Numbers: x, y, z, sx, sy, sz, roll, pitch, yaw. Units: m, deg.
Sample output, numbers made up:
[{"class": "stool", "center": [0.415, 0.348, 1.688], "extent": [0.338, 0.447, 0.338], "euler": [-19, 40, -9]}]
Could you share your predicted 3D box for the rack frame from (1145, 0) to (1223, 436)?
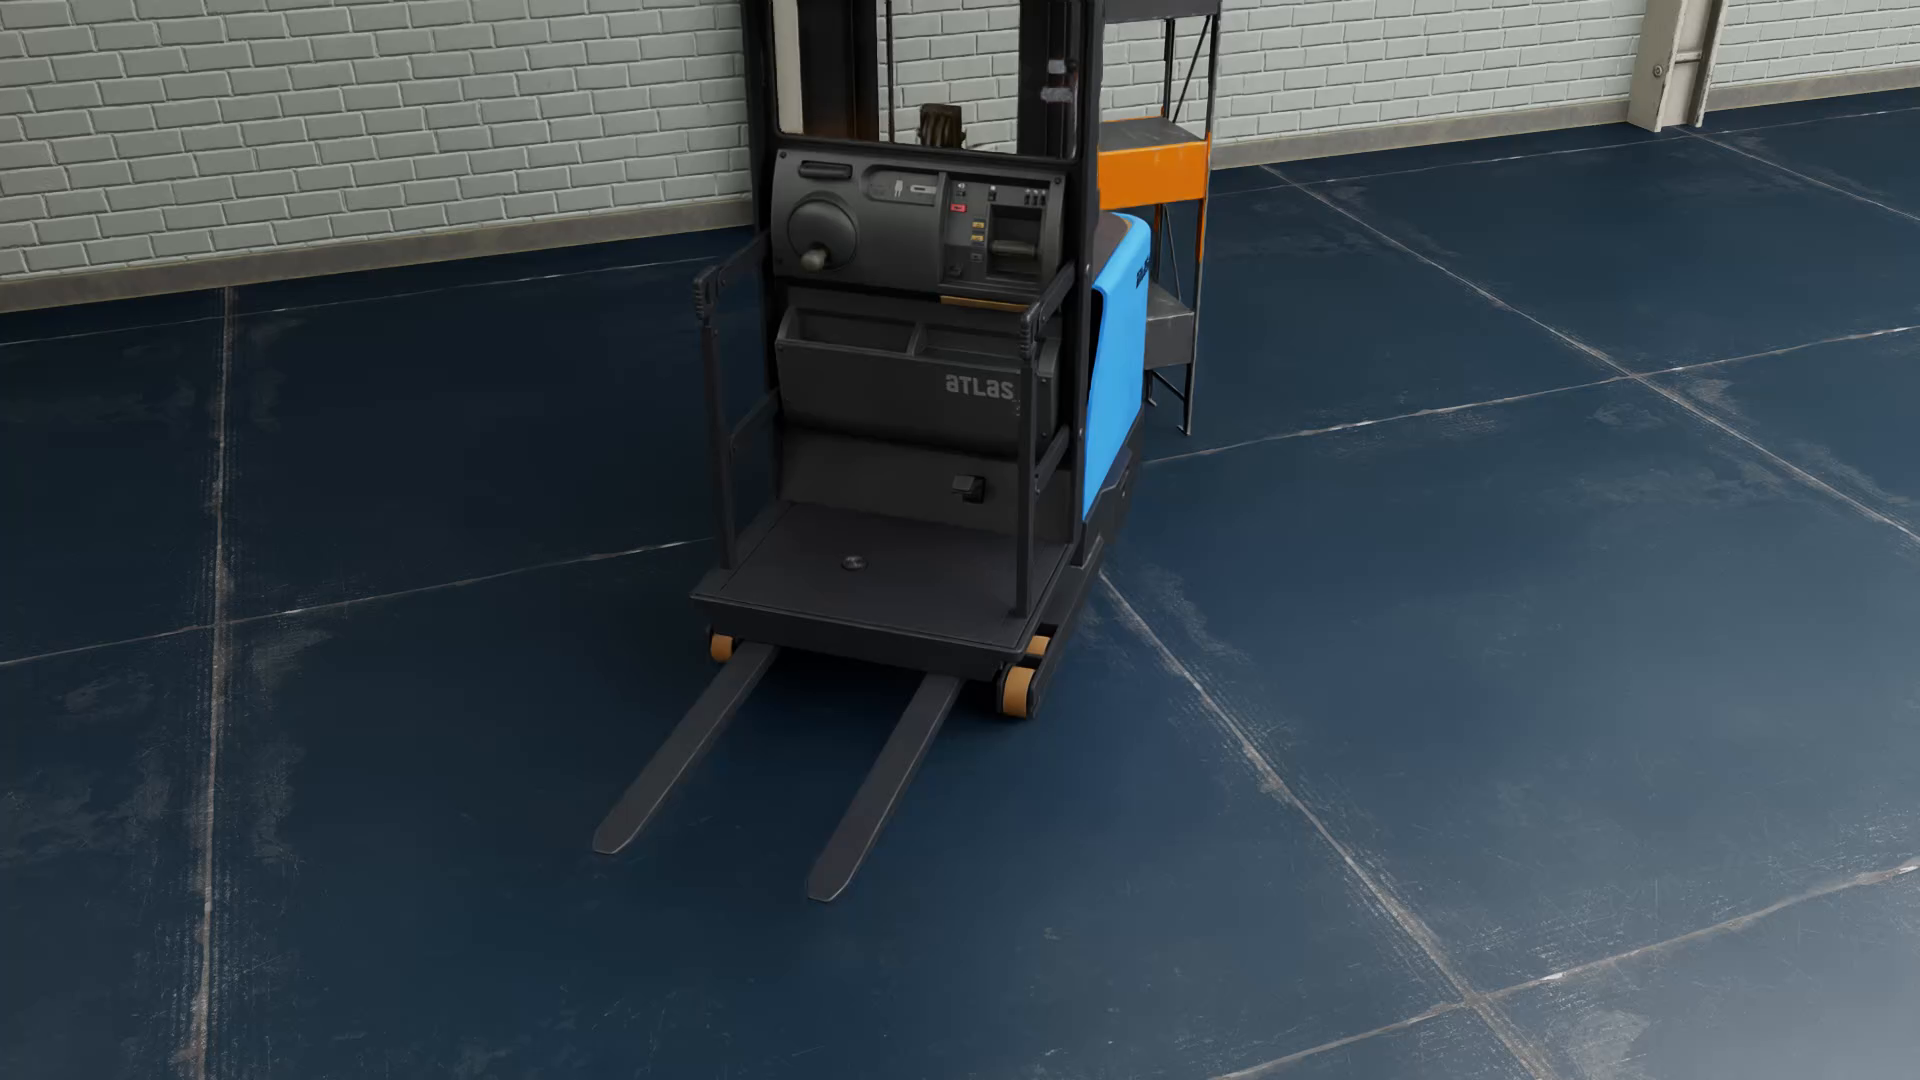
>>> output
[{"class": "rack frame", "center": [0.894, -1.443, 6.662], "extent": [0.015, 2.100, 0.400], "euler": [-10, 31, -18]}]

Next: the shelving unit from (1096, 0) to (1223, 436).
[{"class": "shelving unit", "center": [0.666, -1.401, 6.588], "extent": [0.503, 2.100, 0.431], "euler": [-10, 31, -18]}]

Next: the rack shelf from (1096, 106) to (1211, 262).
[{"class": "rack shelf", "center": [0.666, -1.389, 6.595], "extent": [0.480, 0.518, 0.431], "euler": [-10, 31, -18]}]

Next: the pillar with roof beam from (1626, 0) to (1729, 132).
[{"class": "pillar with roof beam", "center": [6.215, -4.711, 5.428], "extent": [0.400, 9.000, 9.100], "euler": [-10, 31, -18]}]

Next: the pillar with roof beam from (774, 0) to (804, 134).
[{"class": "pillar with roof beam", "center": [0.592, -3.675, 3.611], "extent": [0.400, 9.000, 9.100], "euler": [-10, 31, -18]}]

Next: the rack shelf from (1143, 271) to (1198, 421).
[{"class": "rack shelf", "center": [0.666, -0.781, 6.942], "extent": [0.480, 0.518, 0.431], "euler": [-10, 31, -18]}]

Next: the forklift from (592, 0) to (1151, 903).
[{"class": "forklift", "center": [-0.199, -0.931, 4.923], "extent": [1.130, 2.935, 3.031], "euler": [9, 31, 15]}]

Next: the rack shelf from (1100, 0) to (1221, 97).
[{"class": "rack shelf", "center": [0.666, -1.998, 6.249], "extent": [0.480, 0.518, 0.431], "euler": [-10, 31, -18]}]
